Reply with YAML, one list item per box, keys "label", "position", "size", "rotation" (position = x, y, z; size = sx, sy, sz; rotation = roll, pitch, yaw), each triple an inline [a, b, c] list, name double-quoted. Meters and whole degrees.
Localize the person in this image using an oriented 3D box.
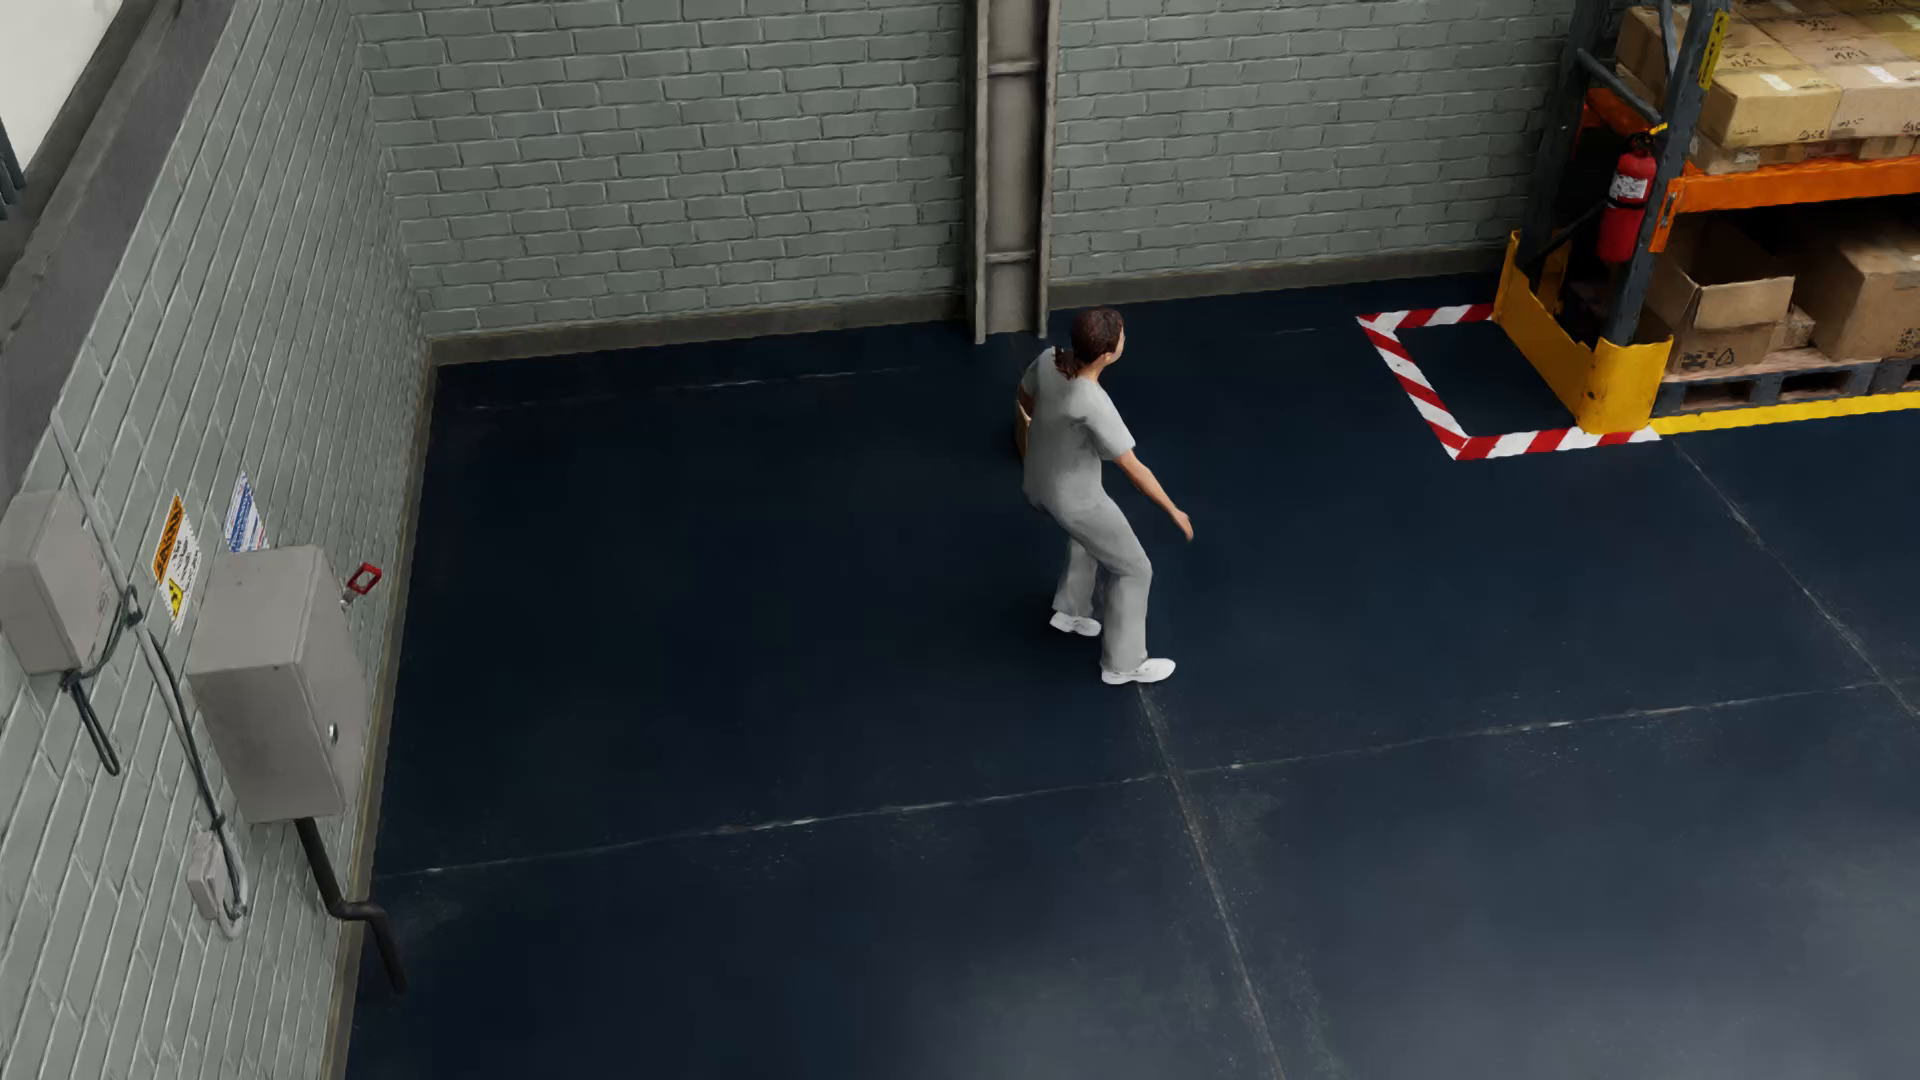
- label: "person"
  position: [0.537, -0.180, 6.477]
  size: [0.468, 1.590, 0.817]
  rotation: [-25, 45, -28]
